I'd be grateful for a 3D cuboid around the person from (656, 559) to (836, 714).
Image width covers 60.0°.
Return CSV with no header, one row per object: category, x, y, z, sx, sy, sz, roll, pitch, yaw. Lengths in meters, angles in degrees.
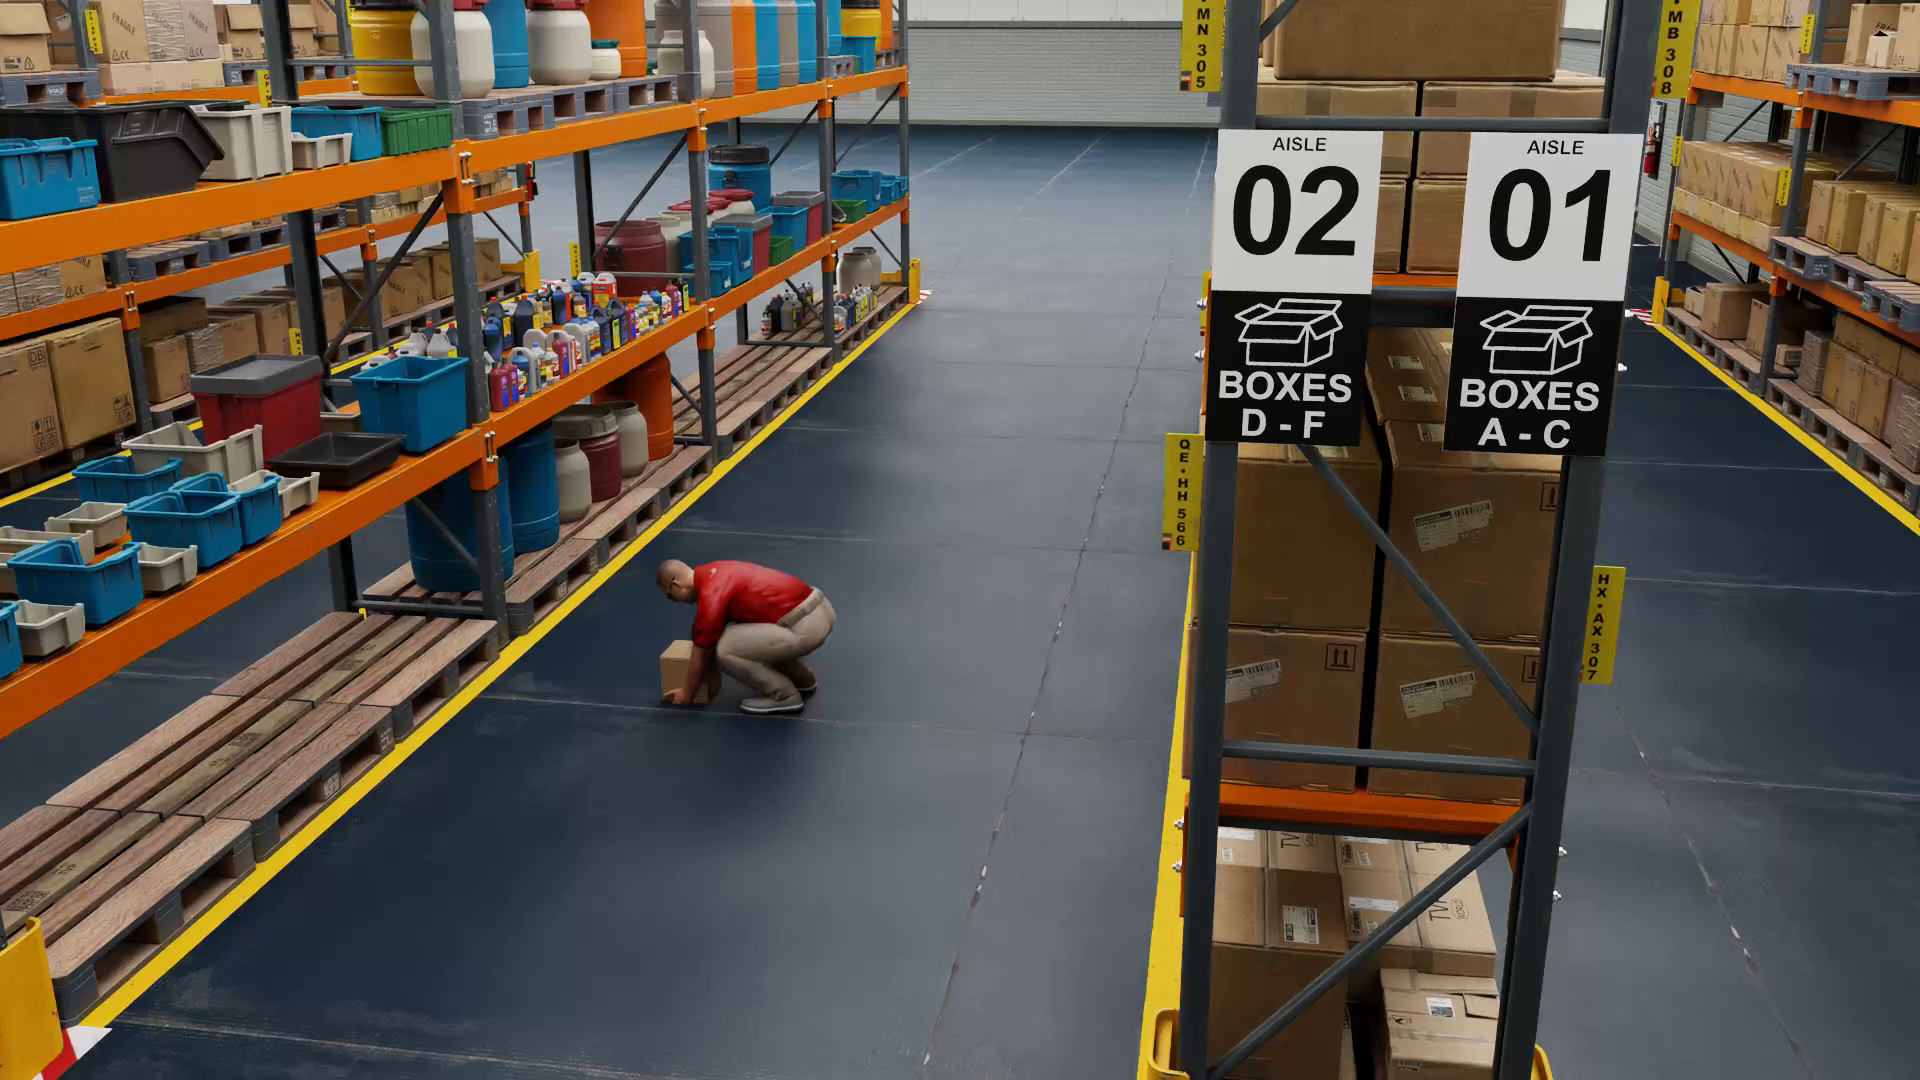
person,-1.175,0.497,8.699,0.791,0.827,0.536,2,18,8
